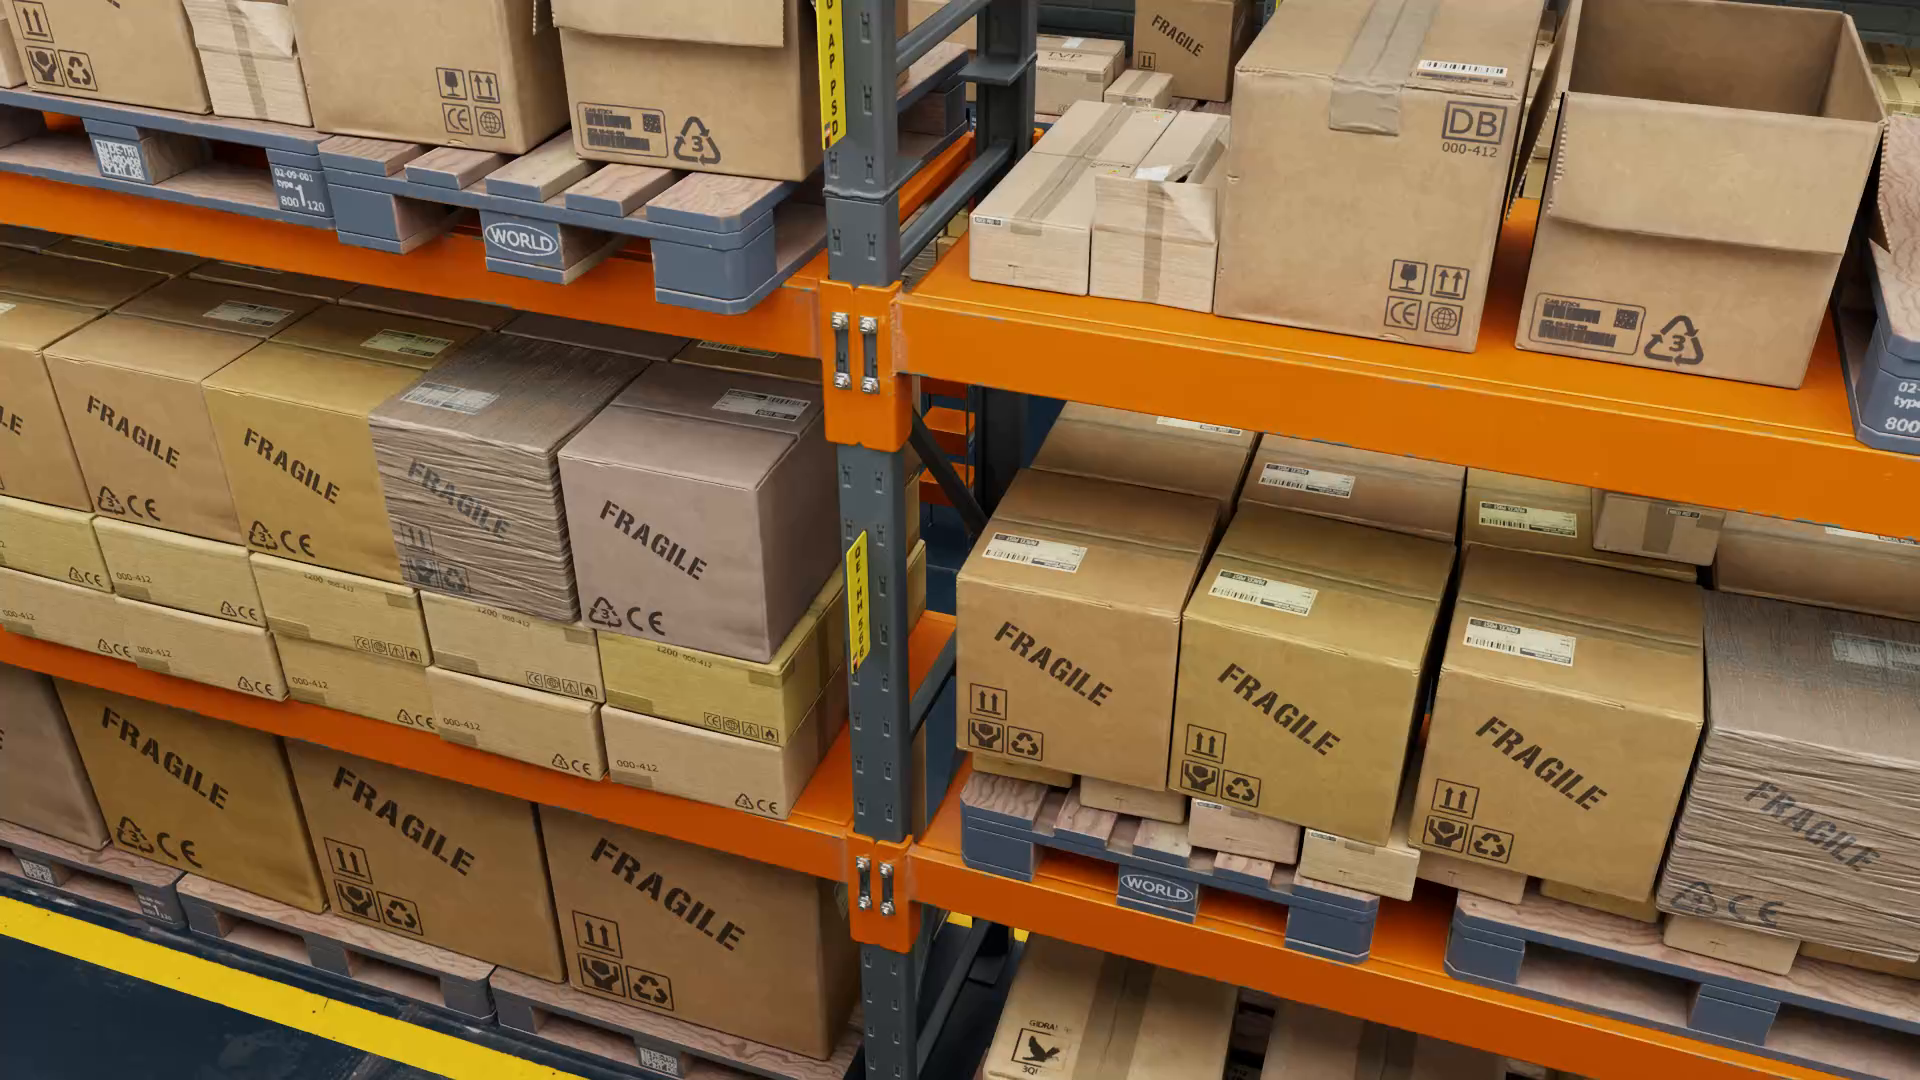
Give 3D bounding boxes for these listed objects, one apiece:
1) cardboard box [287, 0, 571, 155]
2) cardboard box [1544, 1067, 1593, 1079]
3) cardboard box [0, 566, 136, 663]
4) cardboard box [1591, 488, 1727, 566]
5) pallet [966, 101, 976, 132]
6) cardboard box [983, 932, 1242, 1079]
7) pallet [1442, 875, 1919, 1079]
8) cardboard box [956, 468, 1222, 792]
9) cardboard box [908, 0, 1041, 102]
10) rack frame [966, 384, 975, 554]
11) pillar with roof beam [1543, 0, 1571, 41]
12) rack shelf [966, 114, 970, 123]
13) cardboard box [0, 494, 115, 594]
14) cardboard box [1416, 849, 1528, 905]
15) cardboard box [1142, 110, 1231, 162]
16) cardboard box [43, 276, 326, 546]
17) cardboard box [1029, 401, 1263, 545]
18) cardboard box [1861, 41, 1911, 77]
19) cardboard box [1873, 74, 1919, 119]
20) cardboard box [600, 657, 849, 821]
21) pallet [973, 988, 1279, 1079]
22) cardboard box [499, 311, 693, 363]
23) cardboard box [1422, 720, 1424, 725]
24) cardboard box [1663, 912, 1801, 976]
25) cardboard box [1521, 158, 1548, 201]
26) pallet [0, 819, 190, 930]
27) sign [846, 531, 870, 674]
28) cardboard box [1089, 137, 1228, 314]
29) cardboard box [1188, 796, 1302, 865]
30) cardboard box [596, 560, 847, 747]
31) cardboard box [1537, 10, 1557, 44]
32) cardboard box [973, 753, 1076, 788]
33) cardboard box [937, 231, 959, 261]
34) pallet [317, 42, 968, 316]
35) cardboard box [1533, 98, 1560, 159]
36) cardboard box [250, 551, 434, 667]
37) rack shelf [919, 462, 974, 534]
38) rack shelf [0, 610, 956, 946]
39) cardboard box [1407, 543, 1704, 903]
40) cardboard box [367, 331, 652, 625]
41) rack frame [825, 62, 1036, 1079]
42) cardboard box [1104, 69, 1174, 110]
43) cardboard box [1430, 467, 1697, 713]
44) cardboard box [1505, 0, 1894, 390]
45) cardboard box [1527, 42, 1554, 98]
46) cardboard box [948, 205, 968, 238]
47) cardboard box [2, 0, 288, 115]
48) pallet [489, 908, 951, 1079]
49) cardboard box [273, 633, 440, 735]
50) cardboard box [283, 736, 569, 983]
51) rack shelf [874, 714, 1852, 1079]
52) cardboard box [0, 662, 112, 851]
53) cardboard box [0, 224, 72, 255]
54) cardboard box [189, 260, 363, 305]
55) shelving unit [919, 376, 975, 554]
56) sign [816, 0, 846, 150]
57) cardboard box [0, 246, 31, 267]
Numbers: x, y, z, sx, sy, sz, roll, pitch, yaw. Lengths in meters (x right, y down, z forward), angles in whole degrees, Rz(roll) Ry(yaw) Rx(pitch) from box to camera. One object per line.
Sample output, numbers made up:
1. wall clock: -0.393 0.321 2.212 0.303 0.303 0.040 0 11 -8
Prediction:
1. cardboard box: -1.037 -1.220 3.629 0.500 0.500 0.700 9 34 14
2. cardboard box: 1.897 1.652 4.462 0.625 0.372 0.950 12 35 18
3. cardboard box: -2.516 0.085 4.991 0.500 0.250 0.500 11 34 16
4. cardboard box: 1.594 -0.117 3.815 0.250 0.149 0.380 9 34 14
5. pallet: -0.202 -2.465 8.979 1.213 0.211 1.003 11 34 16
6. cardboard box: 0.488 1.379 4.884 0.625 0.372 0.950 9 34 13
7. pallet: 1.836 0.765 3.976 1.213 0.211 1.003 11 34 16
8. cardboard box: 0.305 0.200 3.921 0.500 0.500 0.500 10 34 15
9. cardboard box: 0.031 -2.616 8.554 0.637 0.503 0.797 10 34 15
10. rack frame: 0.064 -0.429 7.446 0.008 1.050 0.200 11 34 16
11. pillar with roof beam: 1.709 -2.736 3.691 0.400 9.000 9.100 11 34 16
12. rack shelf: -0.253 -2.256 9.142 4.000 0.370 1.077 11 34 16
13. cardboard box: -2.521 -0.124 4.855 0.500 0.250 0.500 11 35 17
14. cardboard box: 1.204 0.634 3.847 0.250 0.149 0.380 13 35 19
15. cardboard box: 0.563 -0.820 3.720 0.250 0.149 0.380 11 34 16
16. cardboard box: -2.041 -0.360 4.529 0.500 0.500 0.500 10 34 16
17. cardboard box: 0.481 -0.059 4.322 0.500 0.500 0.500 10 34 15
18. cardboard box: 4.194 -2.165 7.648 0.250 0.149 0.380 11 34 16
19. cardboard box: 4.020 -1.894 7.228 0.250 0.149 0.380 10 34 15
20. cardboard box: -0.604 0.446 4.432 0.500 0.250 0.500 10 34 15
21. pallet: 0.694 1.658 4.987 1.213 0.211 1.003 11 34 16
22. cardboard box: -0.893 -0.420 4.621 0.500 0.500 0.500 11 34 17
23. cardboard box: 1.110 0.298 4.368 0.250 0.149 0.380 9 34 14
24. cardboard box: 1.707 0.747 3.672 0.250 0.149 0.380 12 35 18
25. cardboard box: 2.925 -1.738 7.814 0.500 0.250 0.500 10 34 15
26. pallet: -3.055 0.885 6.184 1.213 0.211 1.003 11 34 16
27. sign: -0.225 0.141 3.699 0.005 0.325 0.100 11 34 16
28. cardboard box: 0.439 -0.669 3.380 0.258 0.266 0.396 11 34 16
29. cardboard box: 0.699 0.569 3.947 0.250 0.149 0.380 9 34 13
30. cardboard box: -0.583 0.237 4.295 0.500 0.250 0.500 11 34 16
31. cardboard box: 2.767 -2.472 8.123 0.250 0.149 0.380 10 34 16
32. cardboard box: 0.202 0.427 4.168 0.250 0.149 0.380 9 34 14
33. cardboard box: 0.199 -1.477 9.190 0.500 0.500 0.500 13 35 19
34. pallet: -0.665 -0.928 3.831 1.003 0.211 1.213 13 35 19
35. cardboard box: 2.923 -1.936 7.660 0.500 0.250 0.500 10 34 15
36. cardboard box: -1.555 0.062 4.566 0.500 0.250 0.500 10 34 15
37. rack shelf: -0.050 -0.208 7.637 0.240 0.259 0.215 11 34 16
38. rack shelf: -1.924 0.279 5.215 4.000 0.370 1.077 11 34 16
39. cardboard box: 1.300 0.386 3.633 0.500 0.500 0.500 12 35 17
40. cardboard box: -1.102 -0.170 4.233 0.500 0.500 0.500 12 35 17
41. rack frame: -0.041 0.343 4.453 0.127 3.000 1.000 11 34 16
42. cardboard box: 0.882 -2.187 8.217 0.250 0.149 0.380 12 35 17
43. cardboard box: 1.447 0.122 4.042 0.500 0.500 0.500 9 34 13
44. cardboard box: 1.405 -0.696 3.202 0.637 0.503 0.797 11 34 16
45. cardboard box: 2.584 -2.174 7.662 0.250 0.149 0.380 11 35 17
46. cardboard box: 0.111 -1.774 9.051 0.250 0.149 0.380 10 34 16
47. cardboard box: -1.798 -1.310 3.769 0.500 0.500 0.500 11 35 17
48. pallet: -0.758 1.332 5.493 1.213 0.211 1.003 11 34 16
49. cardboard box: -1.559 0.260 4.720 0.500 0.250 0.500 11 34 16
50. cardboard box: -1.501 0.725 5.433 0.875 0.875 0.875 11 35 17
51. rack shelf: 1.842 1.011 4.081 4.000 0.370 1.077 11 34 16
52. cardboard box: -3.196 0.400 5.937 0.875 0.875 0.875 12 35 18
53. cardboard box: -2.811 -0.806 5.220 0.500 0.500 0.500 12 35 17
54. cardboard box: -1.849 -0.617 4.925 0.500 0.500 0.500 12 35 17
55. shelving unit: -0.050 -0.451 7.480 0.252 1.050 0.215 11 34 16
56. sign: -0.236 -0.886 3.041 0.005 0.325 0.100 11 34 16
57. cardboard box: -3.001 -0.545 4.814 0.500 0.500 0.500 11 34 16
